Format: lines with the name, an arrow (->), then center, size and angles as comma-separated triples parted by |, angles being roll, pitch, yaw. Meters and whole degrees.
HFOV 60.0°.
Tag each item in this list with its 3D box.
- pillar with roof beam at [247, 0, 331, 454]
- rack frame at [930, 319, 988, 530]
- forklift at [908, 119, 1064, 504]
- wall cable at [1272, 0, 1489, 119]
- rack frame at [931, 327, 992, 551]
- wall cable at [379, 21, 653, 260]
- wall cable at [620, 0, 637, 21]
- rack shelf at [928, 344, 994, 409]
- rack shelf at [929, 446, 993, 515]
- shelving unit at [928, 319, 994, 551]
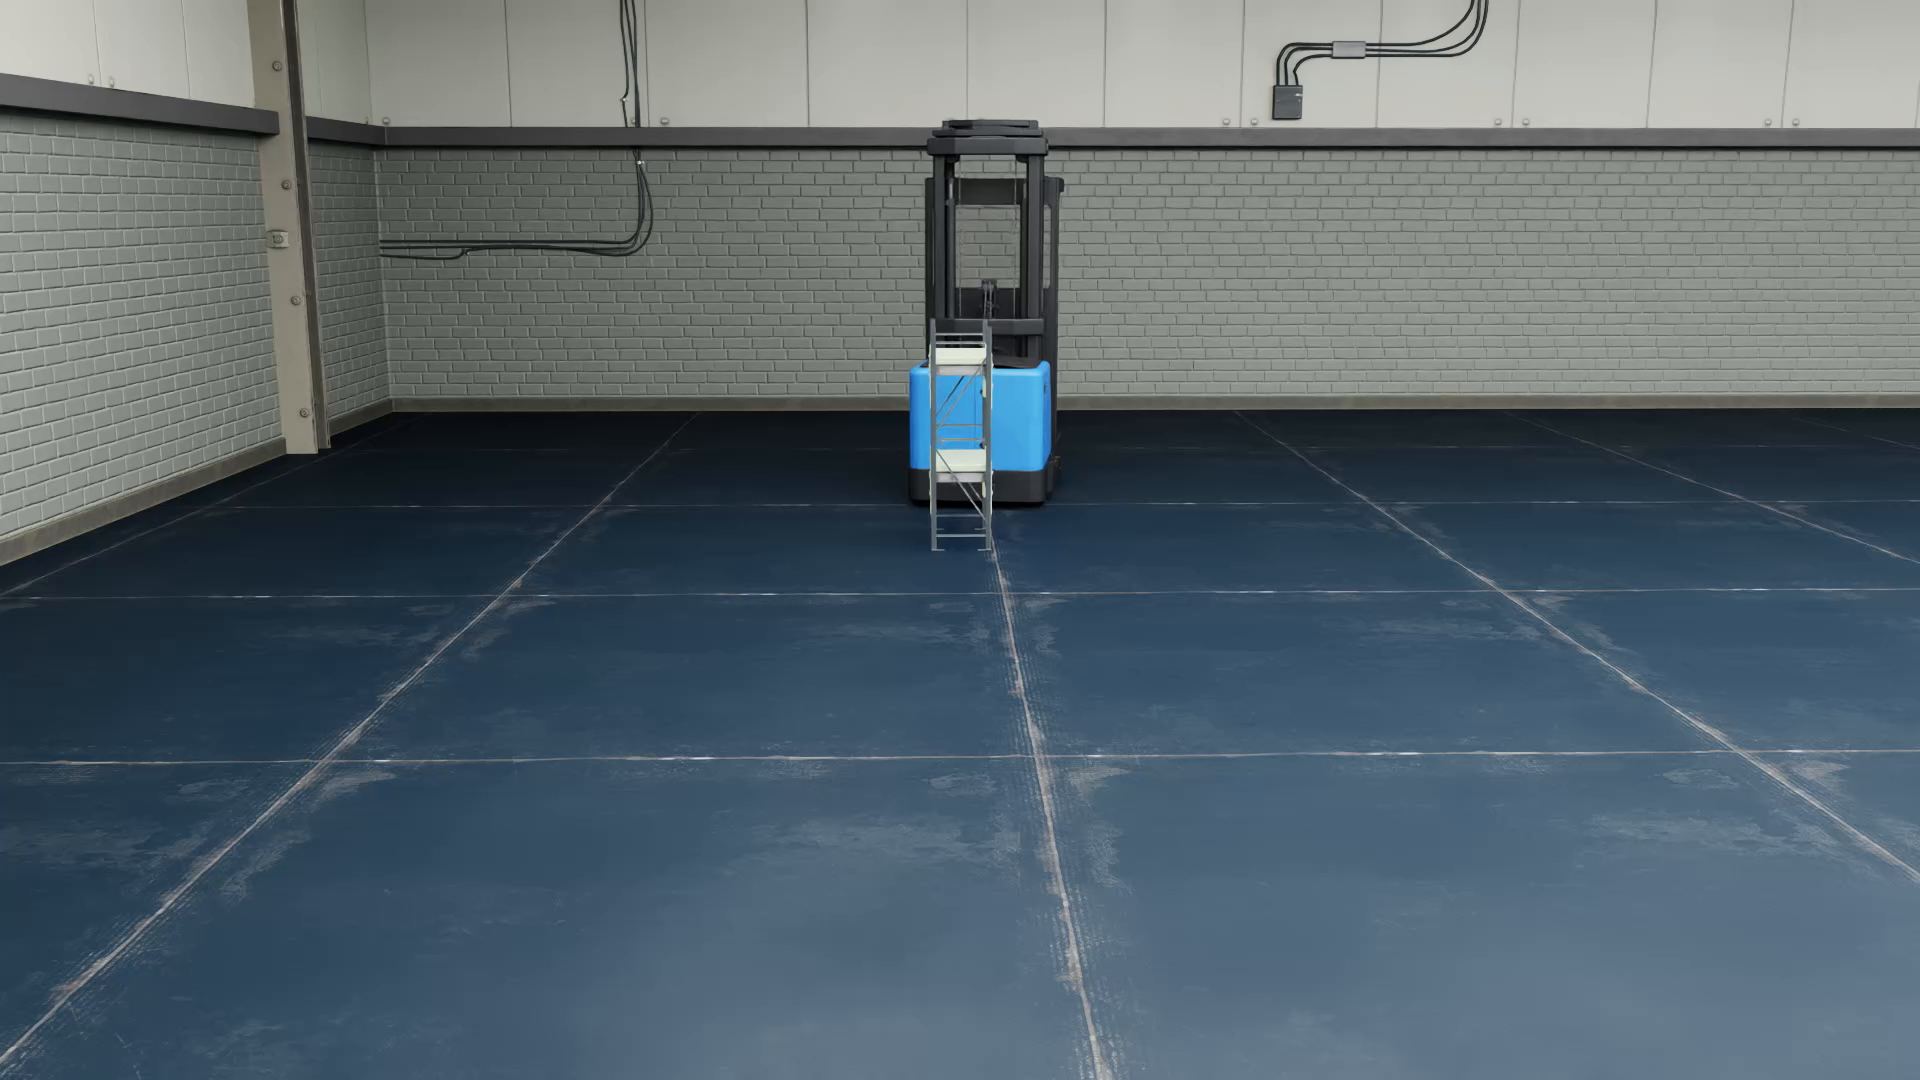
pillar with roof beam -> -1.873, -5.275, 14.926 | 9.100, 9.000, 0.400 | 0, 11, -1
rack frame -> -0.008, -0.809, 11.775 | 0.400, 1.500, 0.023 | 0, 11, -1
forklift -> 0.288, -1.960, 13.847 | 1.130, 2.935, 3.031 | 1, 12, 7
wall cable -> 4.575, -7.551, 17.591 | 2.305, 6.003, 0.169 | 0, 11, -1
rack frame -> 0.007, -0.664, 11.058 | 0.400, 1.500, 0.023 | 0, 11, -1
wall cable -> -4.916, -4.326, 18.061 | 3.097, 2.526, 0.112 | 0, 11, -1
wall cable -> -2.212, -6.813, 17.614 | 3.097, 2.526, 0.112 | 0, 11, -1
rack shelf -> 0.000, -1.119, 11.339 | 0.431, 0.370, 0.720 | 0, 11, -1
rack shelf -> 0.000, -0.417, 11.481 | 0.431, 0.370, 0.720 | 0, 11, -1
shelving unit -> 0.000, -0.736, 11.417 | 0.431, 1.500, 0.755 | 0, 11, -1
